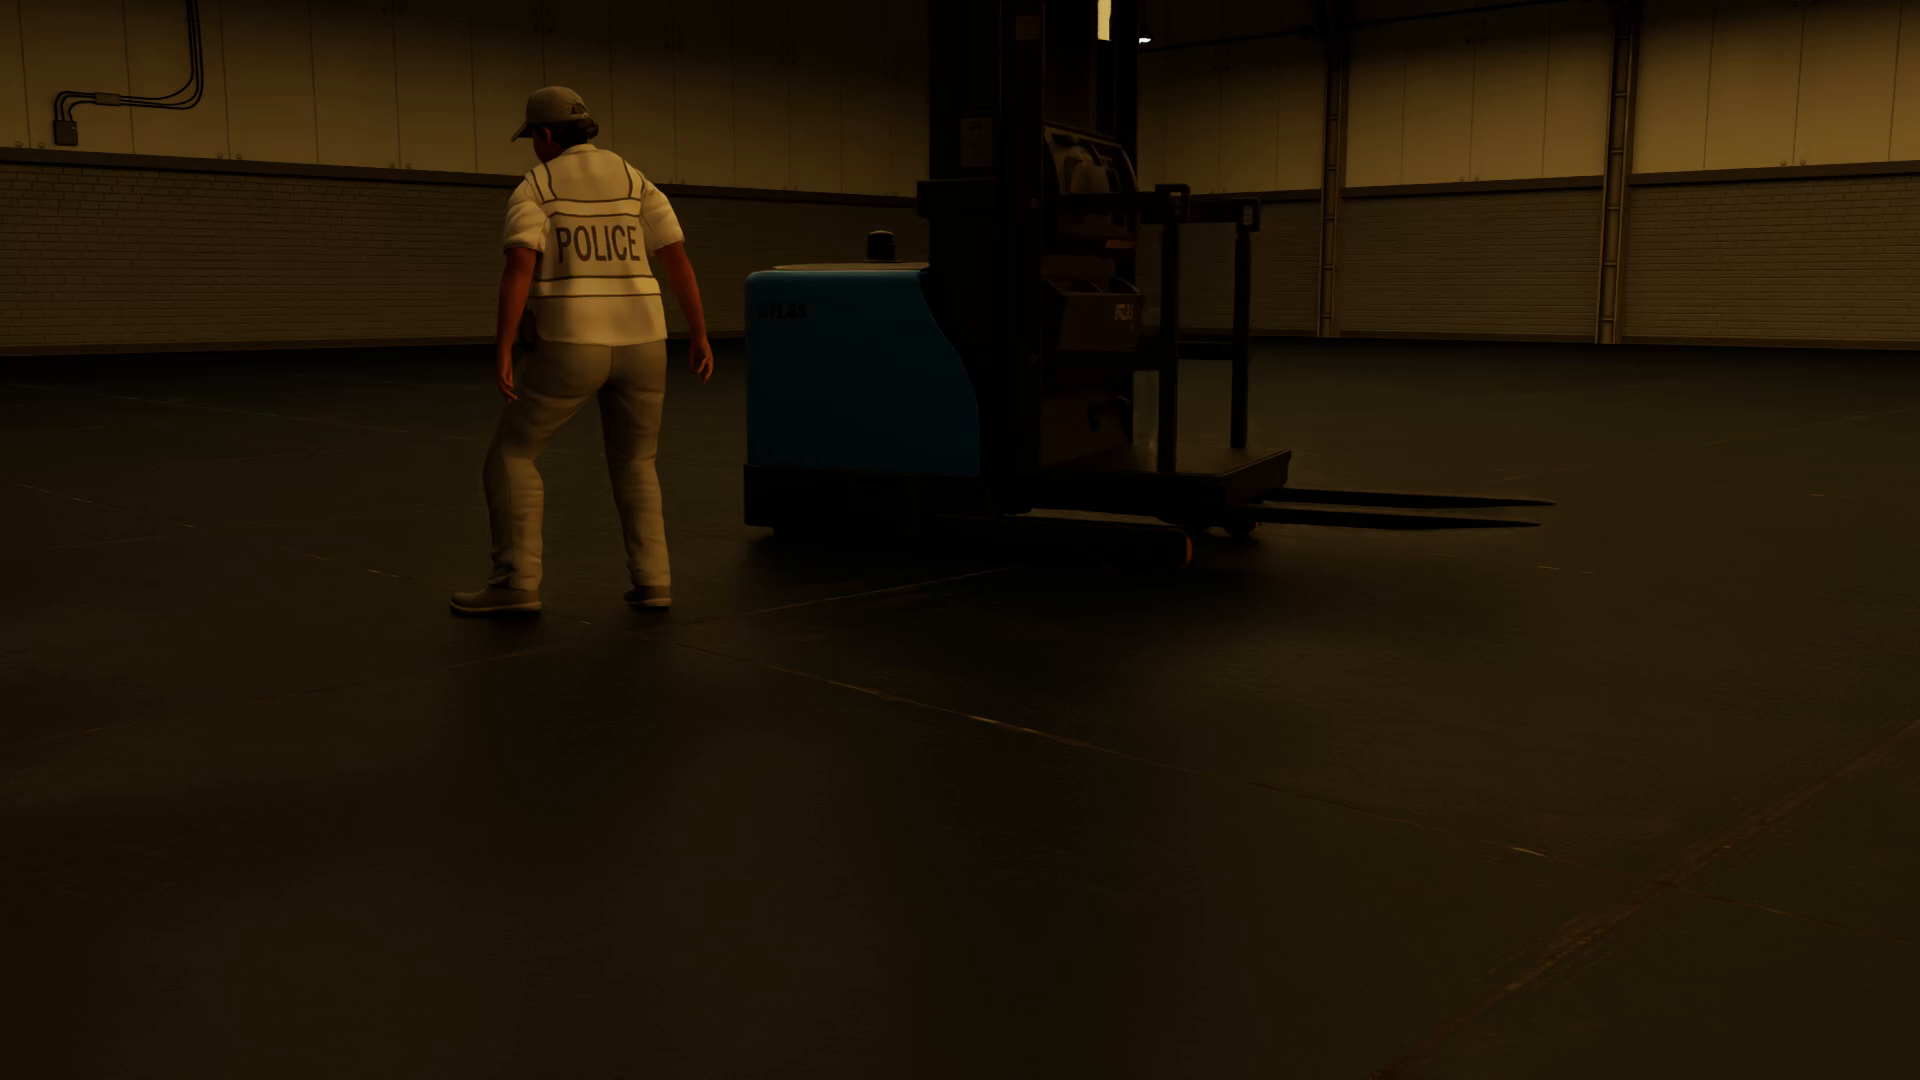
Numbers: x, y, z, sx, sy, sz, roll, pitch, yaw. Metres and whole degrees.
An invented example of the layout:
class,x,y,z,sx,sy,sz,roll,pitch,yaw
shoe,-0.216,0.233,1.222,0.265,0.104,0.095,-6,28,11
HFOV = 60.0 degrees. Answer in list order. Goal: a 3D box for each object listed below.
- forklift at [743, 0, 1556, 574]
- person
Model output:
class,x,y,z,sx,sy,sz,roll,pitch,yaw
forklift,0.694,-1.419,6.296,3.031,2.935,1.130,4,9,24
person,-1.196,-0.587,5.210,0.816,1.637,0.467,-5,10,-32
